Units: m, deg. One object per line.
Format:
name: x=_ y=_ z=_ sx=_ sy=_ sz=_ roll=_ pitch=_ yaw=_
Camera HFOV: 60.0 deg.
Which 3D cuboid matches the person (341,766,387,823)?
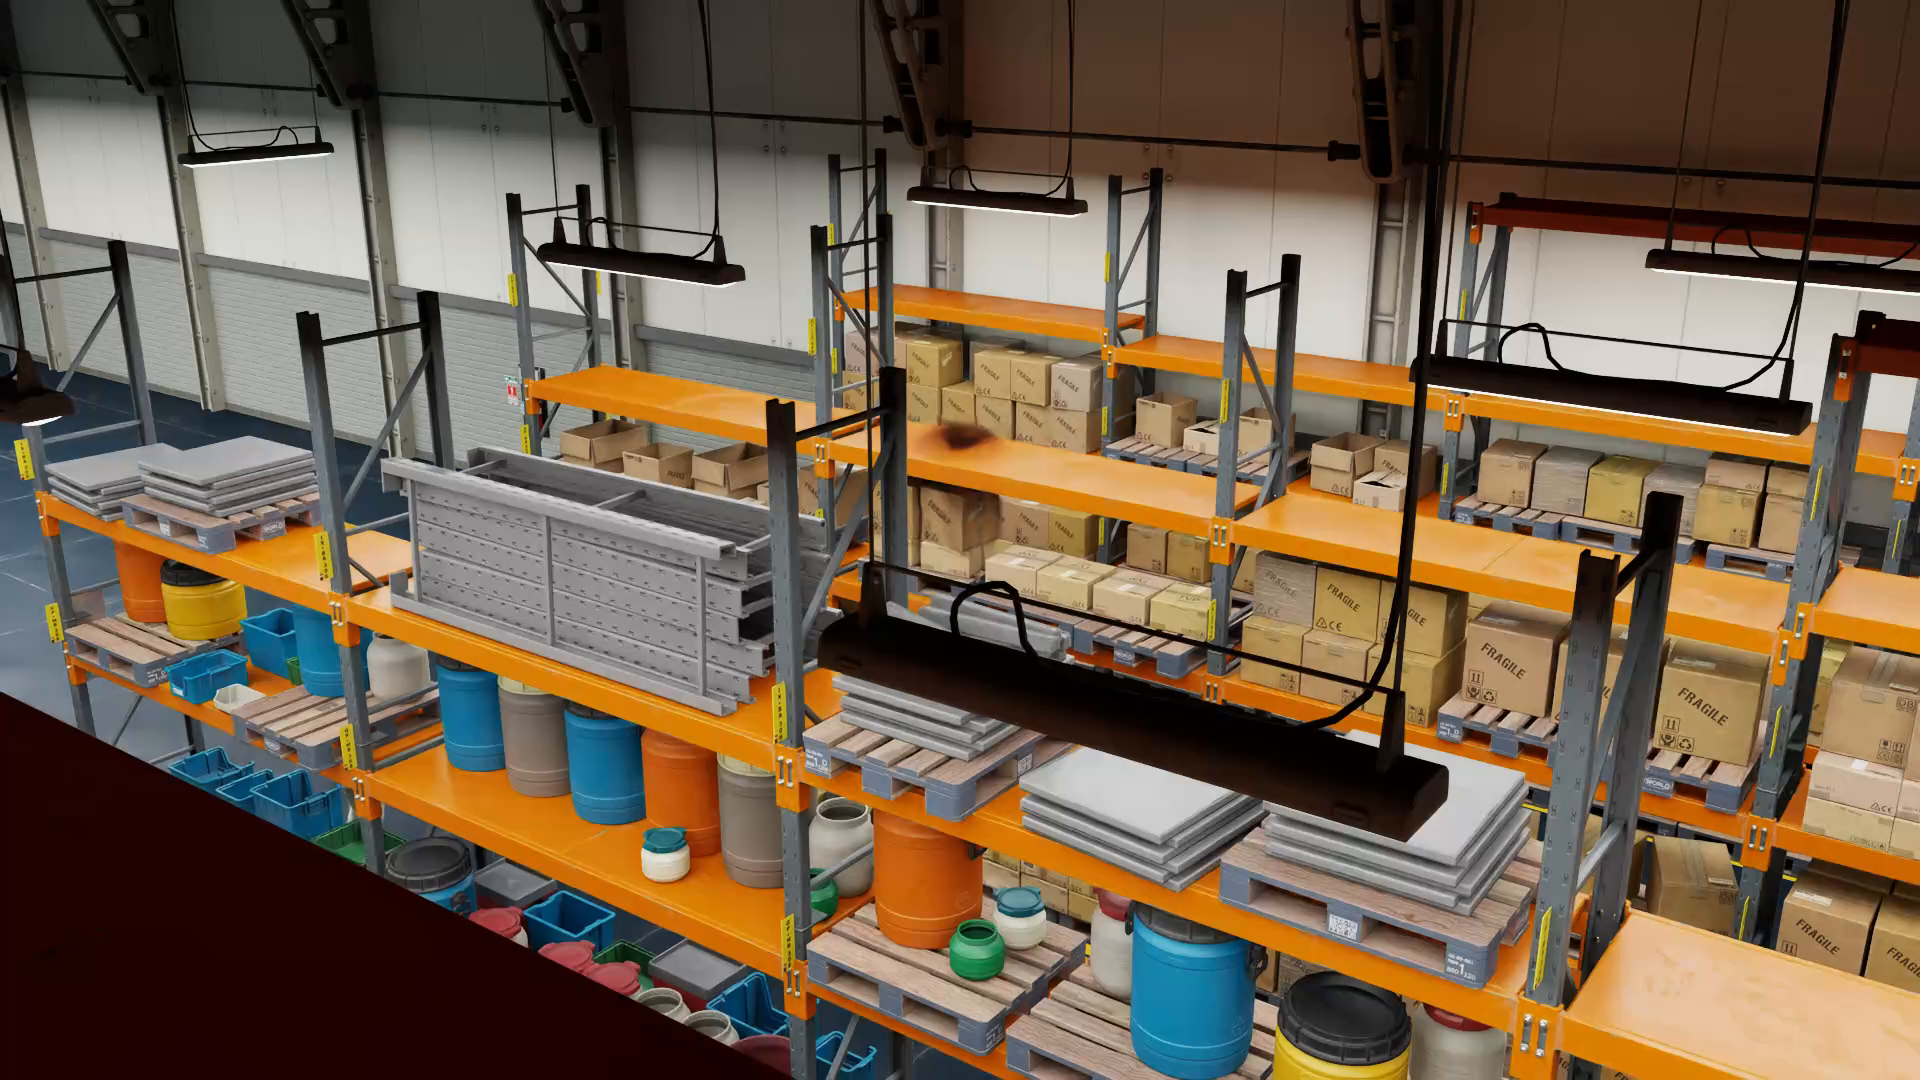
person: x=-5.638 y=2.278 z=15.722 sx=0.596 sy=1.698 sz=0.405 roll=9 pitch=21 yaw=26
